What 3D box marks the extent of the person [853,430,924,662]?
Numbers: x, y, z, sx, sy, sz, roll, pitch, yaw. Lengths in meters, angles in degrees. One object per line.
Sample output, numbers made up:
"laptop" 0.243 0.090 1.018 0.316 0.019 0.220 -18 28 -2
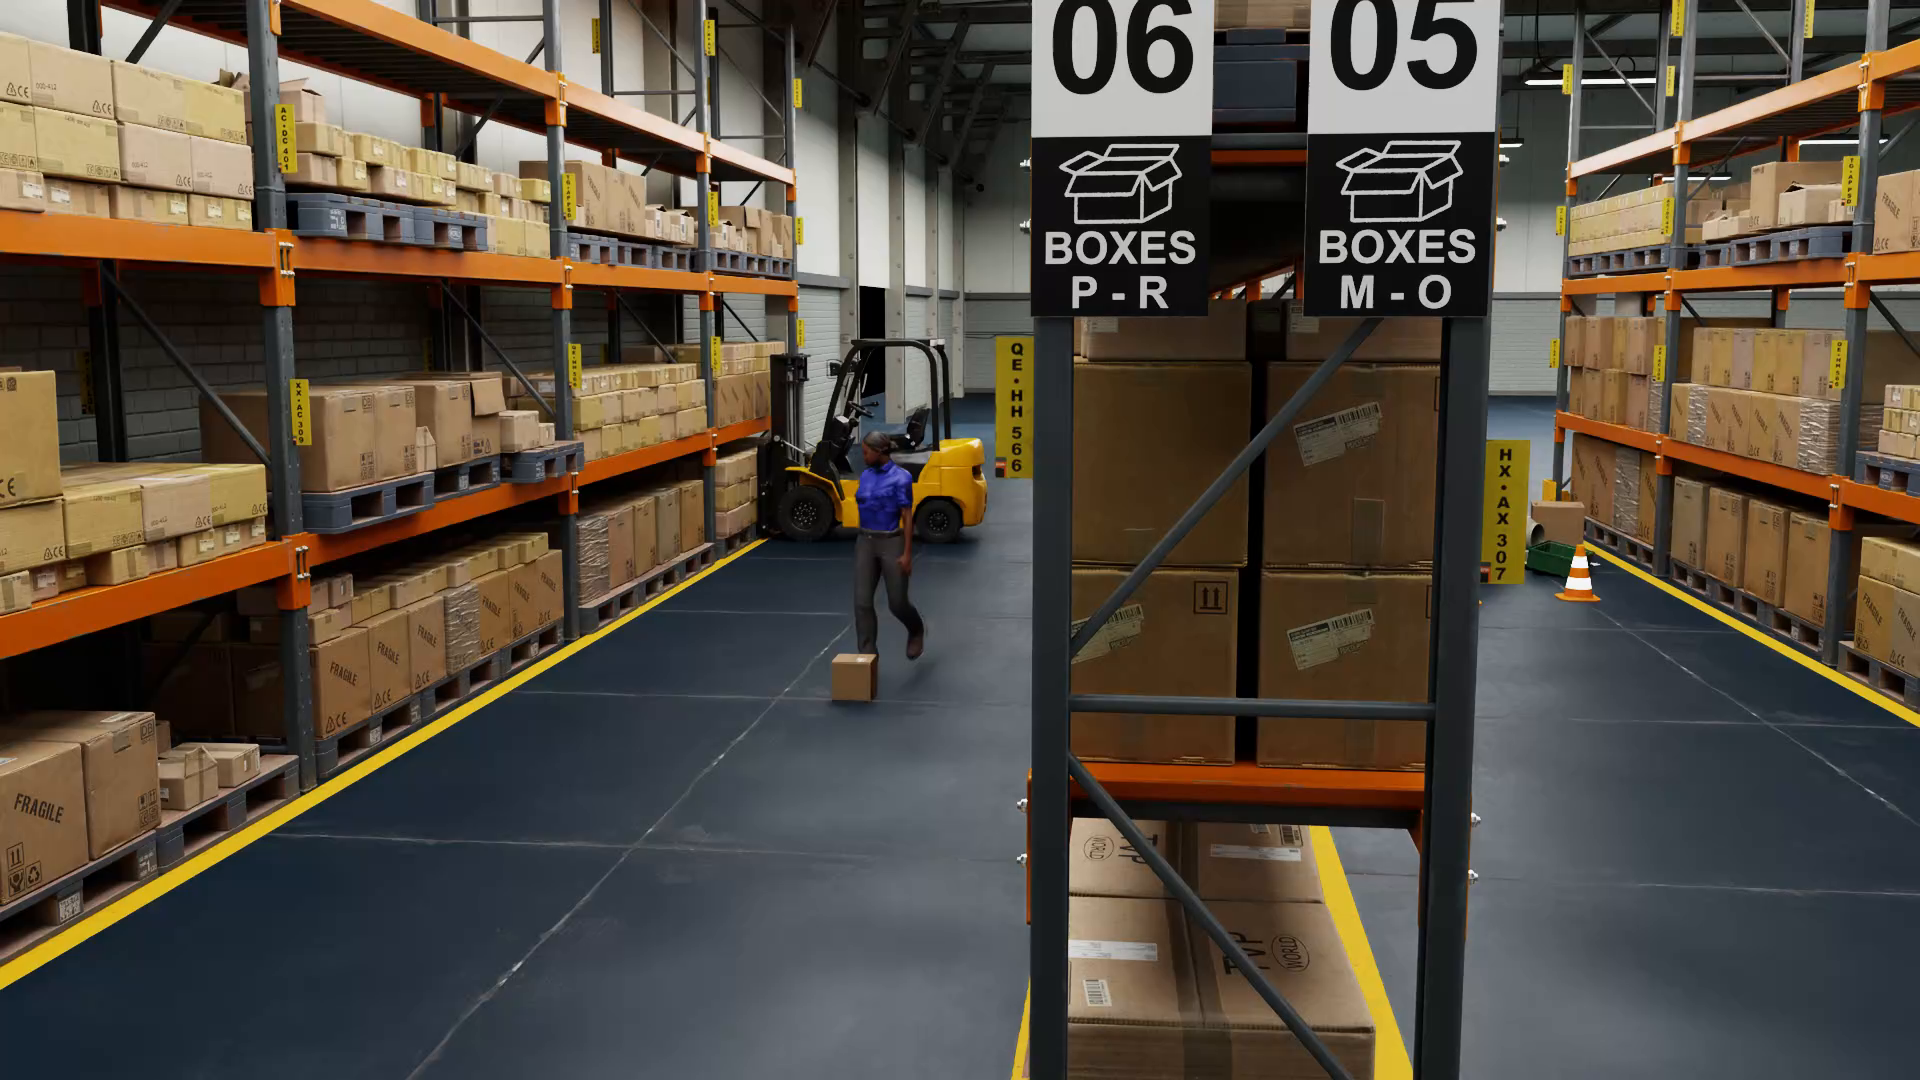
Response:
"person" -0.505 0.073 11.195 0.467 1.635 0.725 4 9 27
